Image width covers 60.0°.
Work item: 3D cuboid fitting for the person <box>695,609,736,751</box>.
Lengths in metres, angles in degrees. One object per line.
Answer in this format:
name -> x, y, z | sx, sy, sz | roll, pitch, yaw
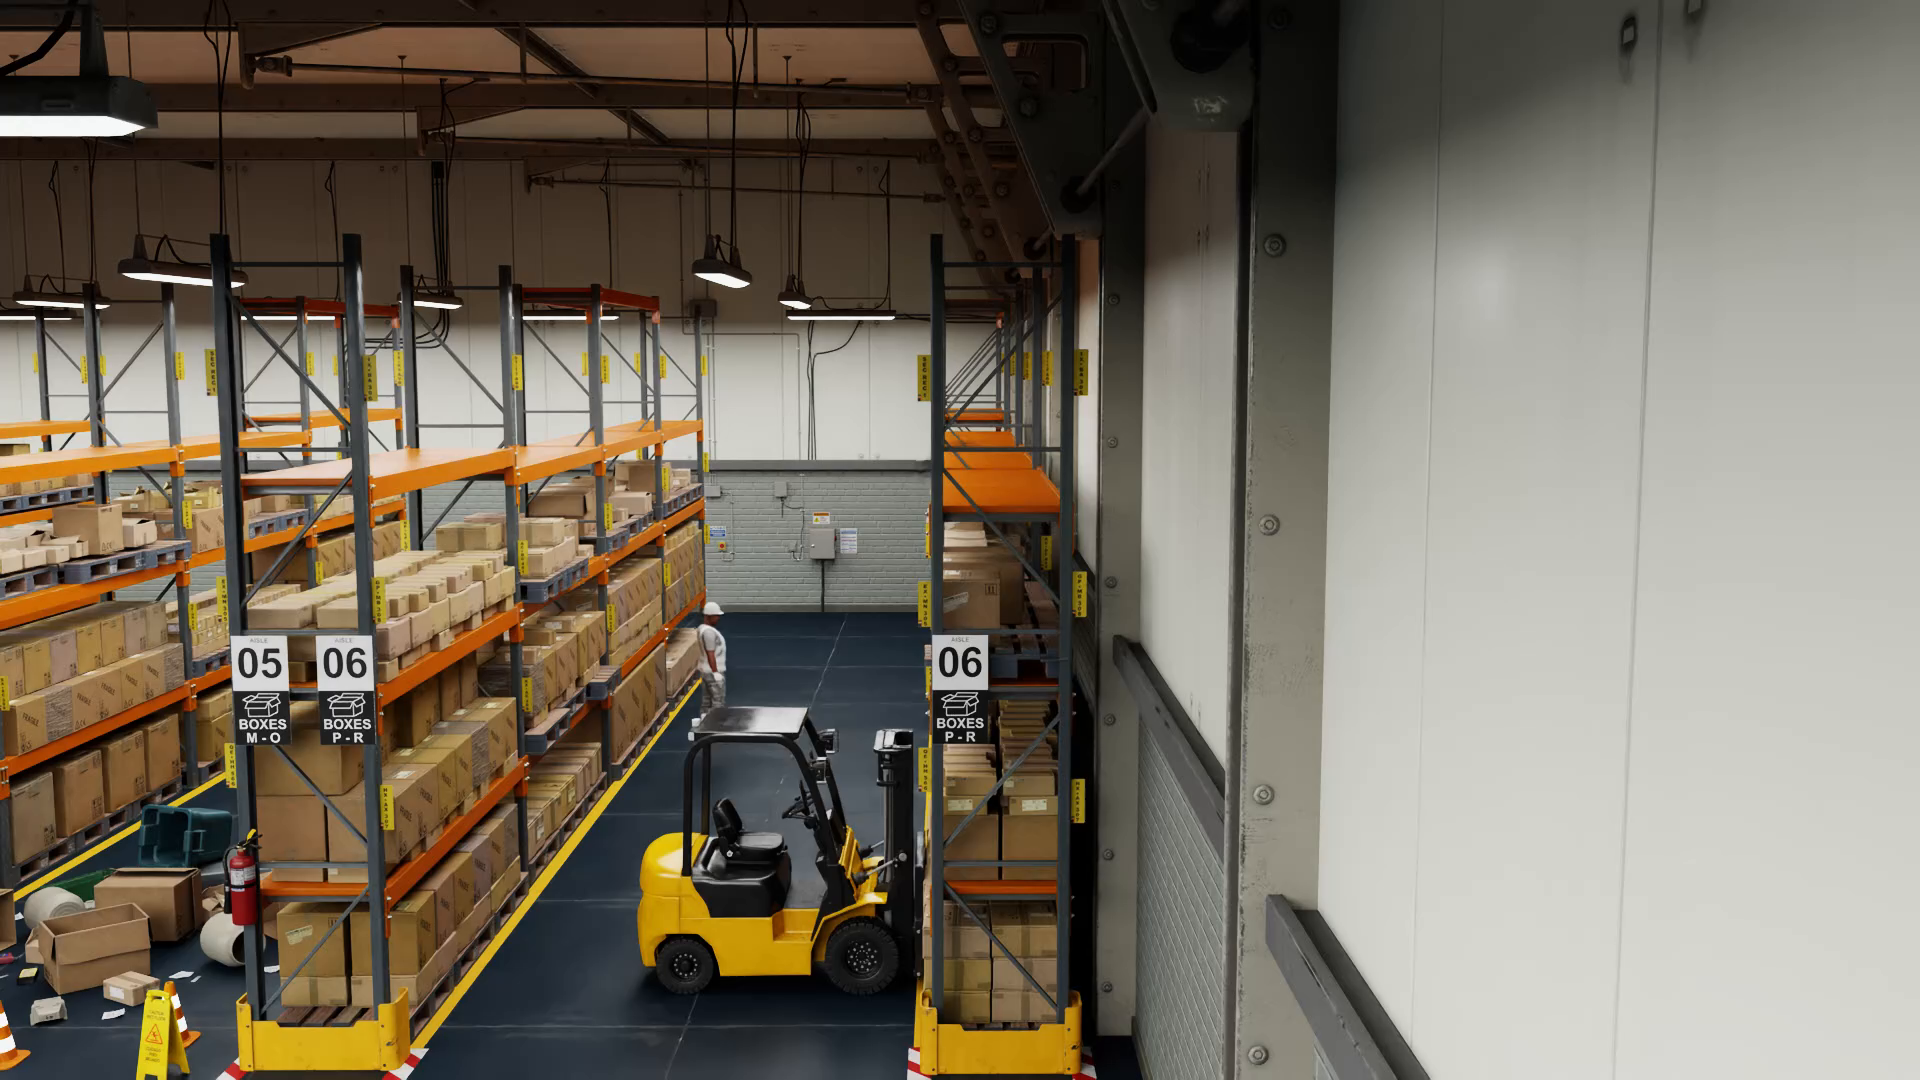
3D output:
person -> -3.117, 1.765, 21.115 | 0.402, 1.784, 0.633 | -4, 8, -34
